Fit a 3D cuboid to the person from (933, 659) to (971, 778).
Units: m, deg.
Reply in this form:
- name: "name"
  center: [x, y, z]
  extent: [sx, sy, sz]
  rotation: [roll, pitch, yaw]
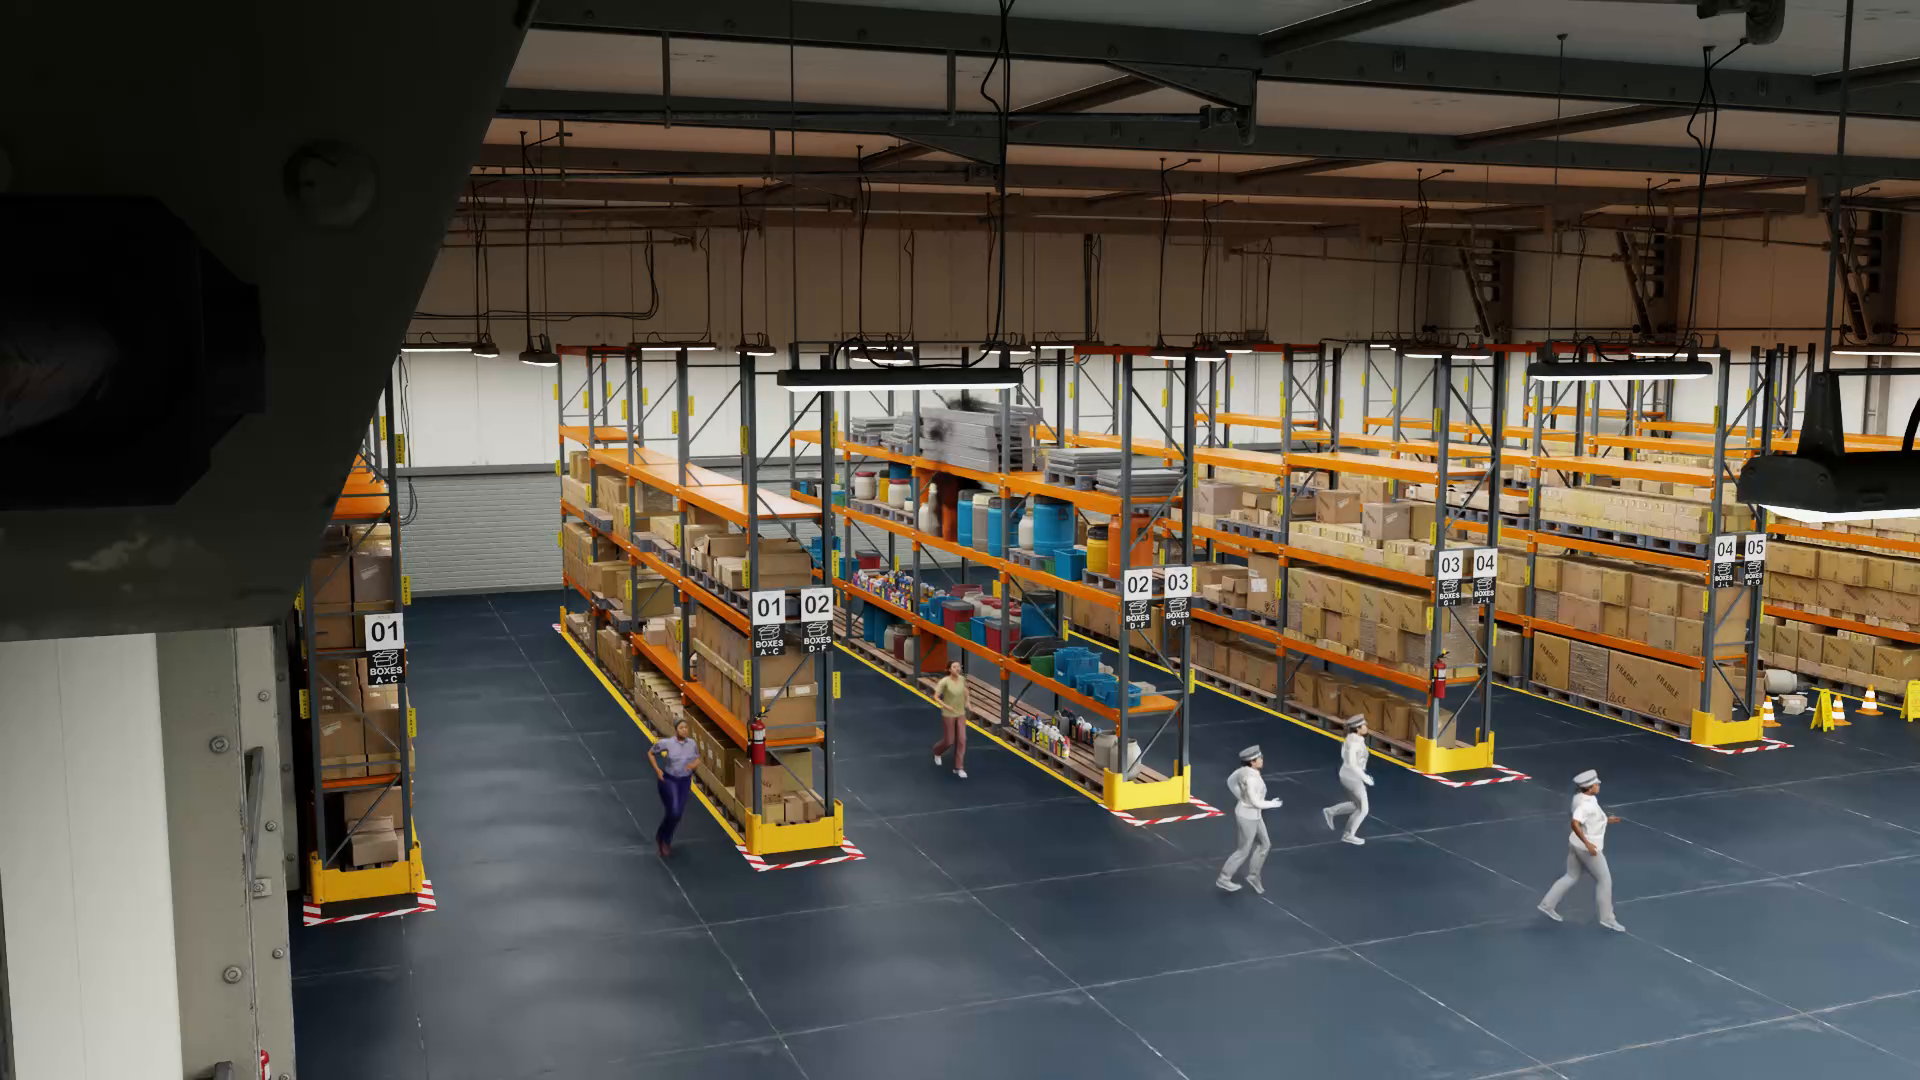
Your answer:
- name: "person"
  center: [-0.111, 2.508, 23.752]
  extent: [0.602, 1.668, 0.771]
  rotation: [-4, 8, -31]

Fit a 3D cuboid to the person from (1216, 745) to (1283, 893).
- name: "person"
  center: [3.241, 3.155, 18.636]
  extent: [0.721, 1.764, 0.632]
  rotation: [1, 7, 5]

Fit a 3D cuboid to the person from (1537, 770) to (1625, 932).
- name: "person"
  center: [6.591, 3.262, 17.497]
  extent: [0.852, 1.721, 0.562]
  rotation: [0, 7, -1]

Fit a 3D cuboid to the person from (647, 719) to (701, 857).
- name: "person"
  center: [-3.446, 2.983, 20.209]
  extent: [0.588, 1.660, 0.637]
  rotation: [-6, 10, -41]

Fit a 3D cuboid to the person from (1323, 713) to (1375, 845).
- name: "person"
  center: [4.788, 2.937, 20.480]
  extent: [0.585, 1.644, 0.599]
  rotation: [1, 7, 5]
